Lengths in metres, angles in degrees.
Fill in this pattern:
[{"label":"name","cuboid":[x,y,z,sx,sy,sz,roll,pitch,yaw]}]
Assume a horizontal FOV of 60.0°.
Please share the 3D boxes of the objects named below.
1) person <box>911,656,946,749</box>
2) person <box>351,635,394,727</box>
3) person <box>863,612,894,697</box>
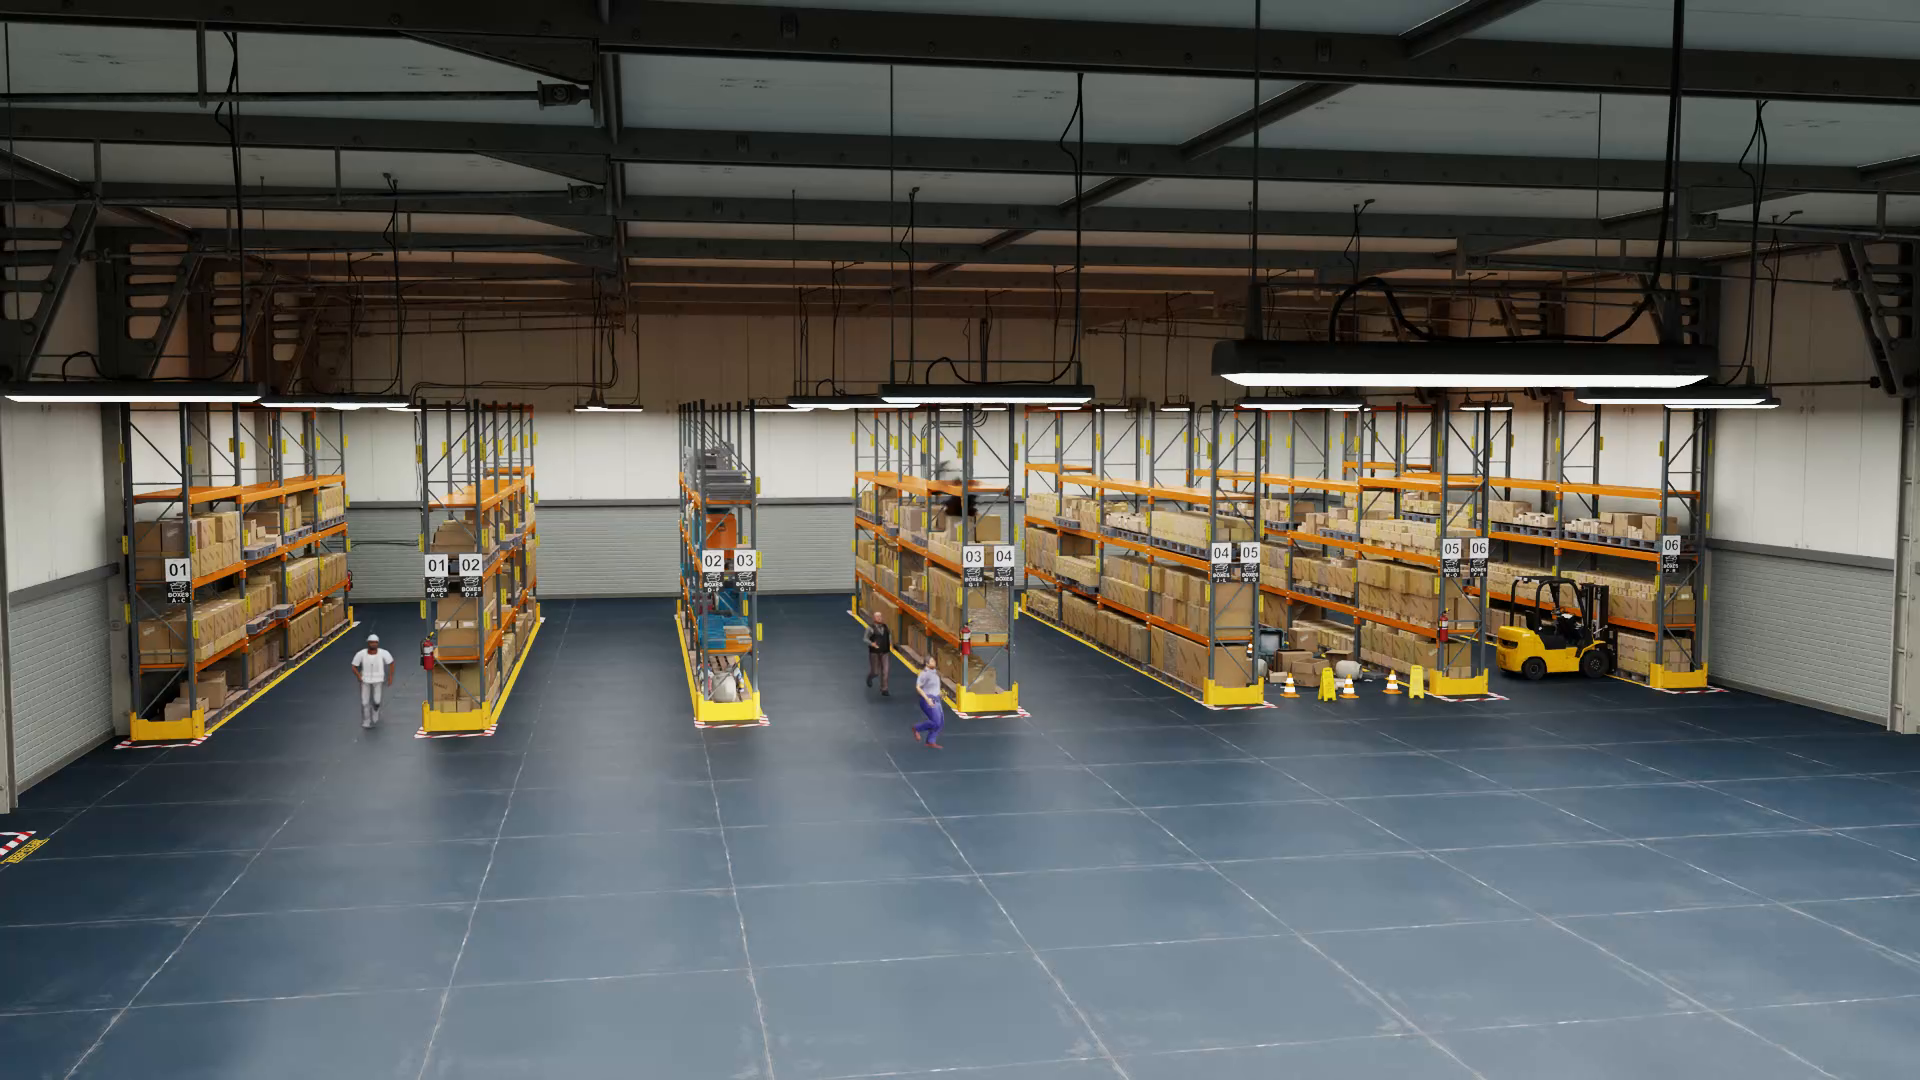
[{"label":"person","cuboid":[-0.541,2.782,28.577,0.552,1.606,0.617,1,5,18]},{"label":"person","cuboid":[-10.719,2.573,30.359,0.750,1.703,0.537,-1,5,-18]},{"label":"person","cuboid":[-1.635,2.317,33.908,0.676,1.686,0.971,-2,5,-23]}]
